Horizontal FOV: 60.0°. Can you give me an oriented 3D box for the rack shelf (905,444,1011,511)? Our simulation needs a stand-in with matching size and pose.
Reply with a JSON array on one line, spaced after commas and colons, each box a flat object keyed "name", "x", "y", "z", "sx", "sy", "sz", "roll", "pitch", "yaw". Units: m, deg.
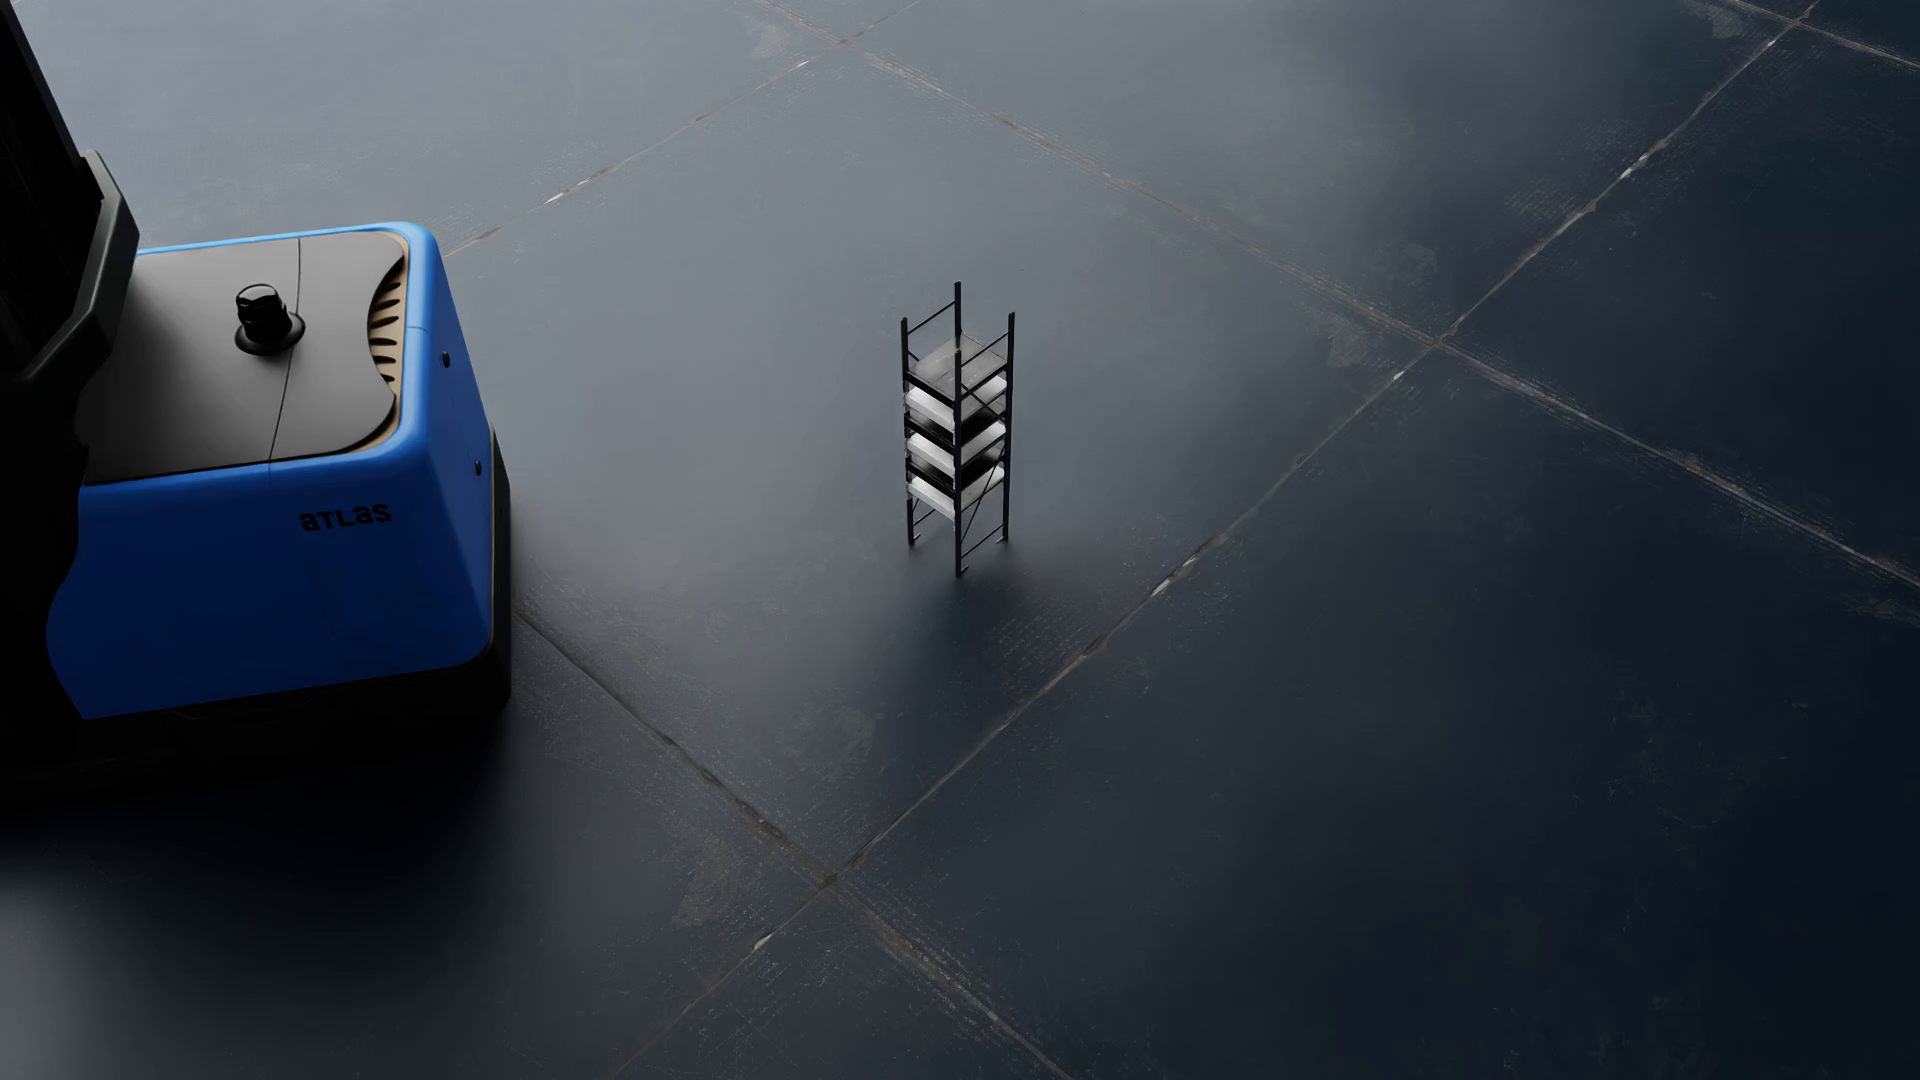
[{"name": "rack shelf", "x": -0.006, "y": -0.228, "z": 5.016, "sx": 0.200, "sy": 0.077, "sz": 0.258, "roll": 34, "pitch": 55, "yaw": 28}]

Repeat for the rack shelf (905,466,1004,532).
[{"name": "rack shelf", "x": -0.006, "y": -0.166, "z": 5.081, "sx": 0.200, "sy": 0.077, "sz": 0.258, "roll": 34, "pitch": 55, "yaw": 28}]

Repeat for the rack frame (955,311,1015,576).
[{"name": "rack frame", "x": 0.069, "y": -0.262, "z": 4.879, "sx": 0.006, "sy": 0.900, "sz": 0.240, "roll": 34, "pitch": 55, "yaw": 28}]

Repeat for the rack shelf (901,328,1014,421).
[{"name": "rack shelf", "x": -0.006, "y": -0.474, "z": 4.753, "sx": 0.200, "sy": 0.077, "sz": 0.258, "roll": 34, "pitch": 55, "yaw": 28}]

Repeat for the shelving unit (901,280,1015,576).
[{"name": "shelving unit", "x": -0.006, "y": -0.312, "z": 4.926, "sx": 0.210, "sy": 0.900, "sz": 0.258, "roll": 34, "pitch": 55, "yaw": 28}]

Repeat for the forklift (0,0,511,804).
[{"name": "forklift", "x": -2.849, "y": -0.619, "z": 3.821, "sx": 3.031, "sy": 2.935, "sz": 1.130, "roll": -8, "pitch": 47, "yaw": -7}]

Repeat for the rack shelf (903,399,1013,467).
[{"name": "rack shelf", "x": -0.006, "y": -0.351, "z": 4.884, "sx": 0.200, "sy": 0.077, "sz": 0.258, "roll": 34, "pitch": 55, "yaw": 28}]

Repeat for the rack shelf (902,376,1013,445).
[{"name": "rack shelf", "x": -0.006, "y": -0.412, "z": 4.819, "sx": 0.200, "sy": 0.077, "sz": 0.258, "roll": 34, "pitch": 55, "yaw": 28}]

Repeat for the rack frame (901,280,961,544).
[{"name": "rack frame", "x": -0.081, "y": -0.362, "z": 4.973, "sx": 0.006, "sy": 0.900, "sz": 0.240, "roll": 34, "pitch": 55, "yaw": 28}]

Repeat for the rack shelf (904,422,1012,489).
[{"name": "rack shelf", "x": -0.006, "y": -0.289, "z": 4.950, "sx": 0.200, "sy": 0.077, "sz": 0.258, "roll": 34, "pitch": 55, "yaw": 28}]
